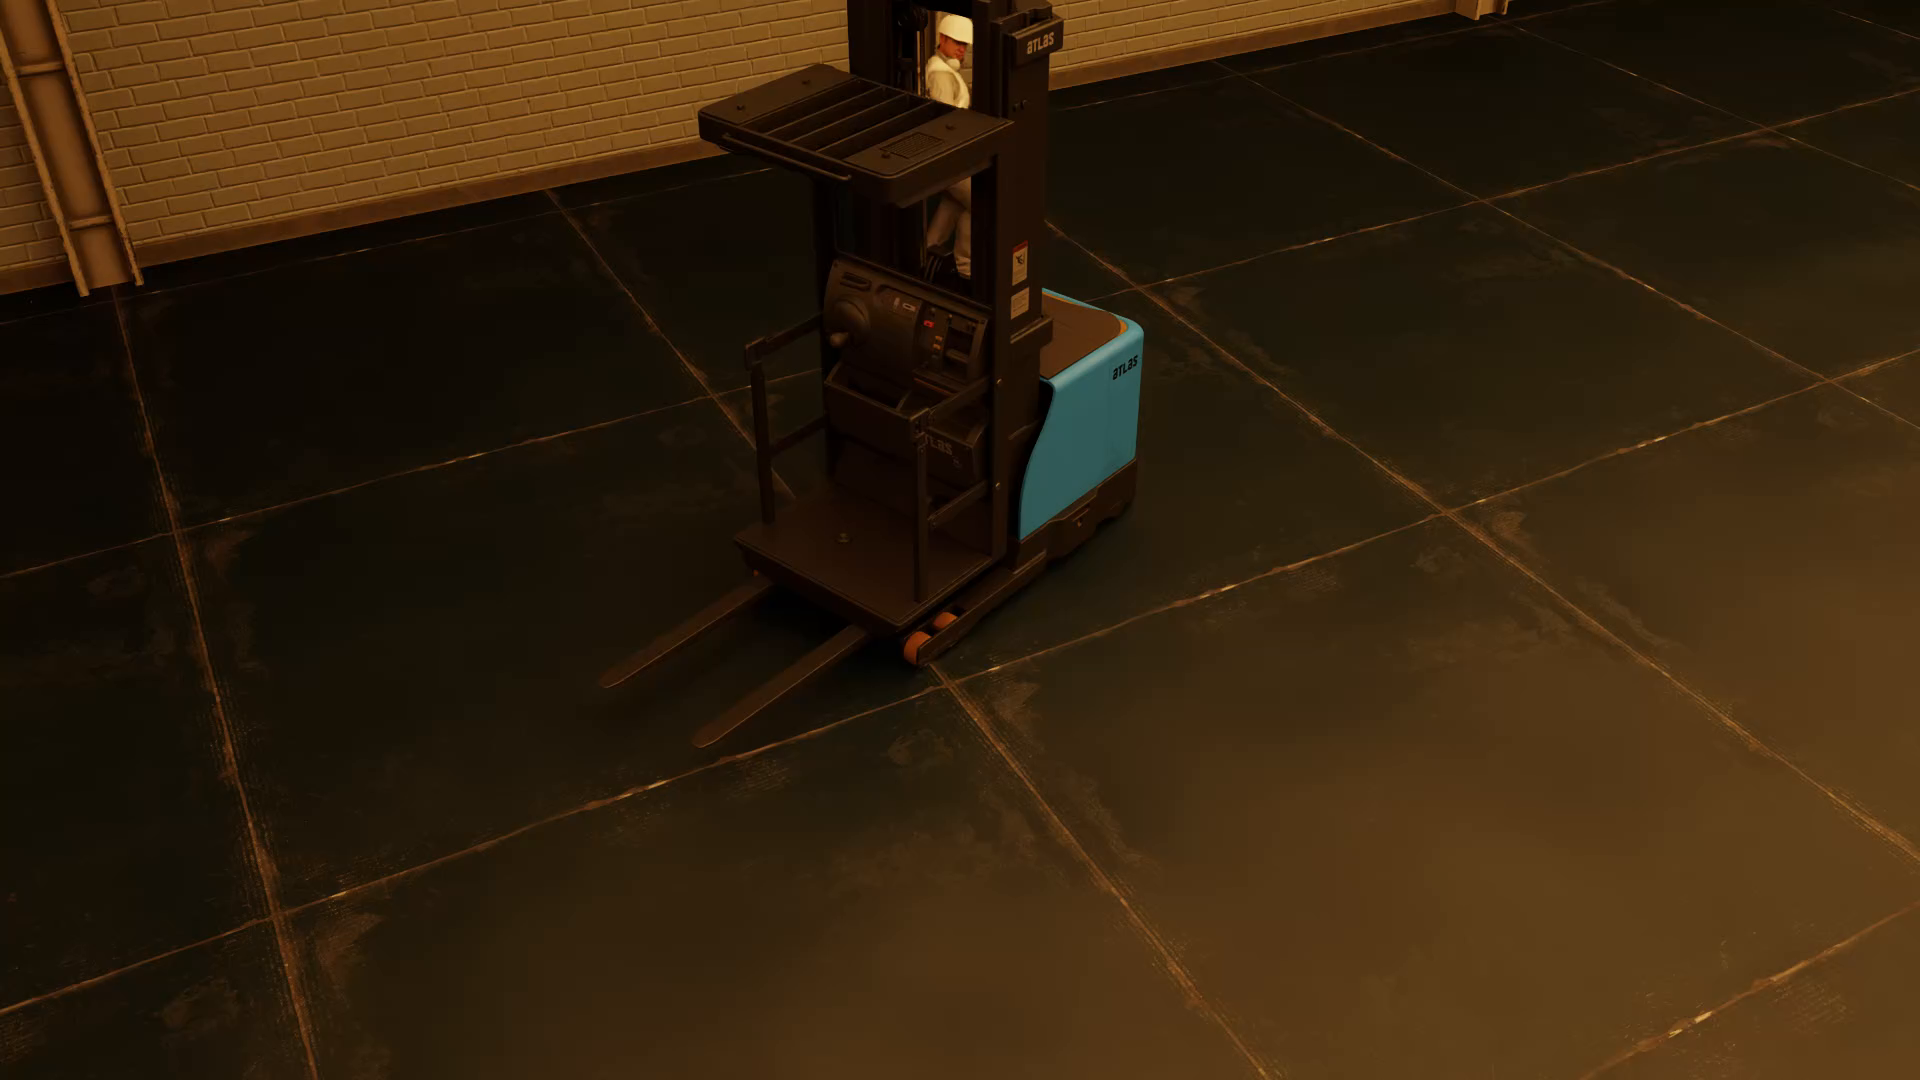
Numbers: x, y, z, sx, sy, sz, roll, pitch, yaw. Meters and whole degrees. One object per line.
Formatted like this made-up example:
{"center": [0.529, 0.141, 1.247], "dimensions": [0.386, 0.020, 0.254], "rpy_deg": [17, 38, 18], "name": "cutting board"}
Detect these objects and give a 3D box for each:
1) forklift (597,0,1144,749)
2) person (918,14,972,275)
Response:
{"center": [-0.390, -0.927, 7.434], "dimensions": [1.130, 2.935, 3.031], "rpy_deg": [26, 43, 31], "name": "forklift"}
{"center": [-0.046, -2.554, 10.800], "dimensions": [0.522, 1.727, 0.745], "rpy_deg": [-8, 36, -12], "name": "person"}
